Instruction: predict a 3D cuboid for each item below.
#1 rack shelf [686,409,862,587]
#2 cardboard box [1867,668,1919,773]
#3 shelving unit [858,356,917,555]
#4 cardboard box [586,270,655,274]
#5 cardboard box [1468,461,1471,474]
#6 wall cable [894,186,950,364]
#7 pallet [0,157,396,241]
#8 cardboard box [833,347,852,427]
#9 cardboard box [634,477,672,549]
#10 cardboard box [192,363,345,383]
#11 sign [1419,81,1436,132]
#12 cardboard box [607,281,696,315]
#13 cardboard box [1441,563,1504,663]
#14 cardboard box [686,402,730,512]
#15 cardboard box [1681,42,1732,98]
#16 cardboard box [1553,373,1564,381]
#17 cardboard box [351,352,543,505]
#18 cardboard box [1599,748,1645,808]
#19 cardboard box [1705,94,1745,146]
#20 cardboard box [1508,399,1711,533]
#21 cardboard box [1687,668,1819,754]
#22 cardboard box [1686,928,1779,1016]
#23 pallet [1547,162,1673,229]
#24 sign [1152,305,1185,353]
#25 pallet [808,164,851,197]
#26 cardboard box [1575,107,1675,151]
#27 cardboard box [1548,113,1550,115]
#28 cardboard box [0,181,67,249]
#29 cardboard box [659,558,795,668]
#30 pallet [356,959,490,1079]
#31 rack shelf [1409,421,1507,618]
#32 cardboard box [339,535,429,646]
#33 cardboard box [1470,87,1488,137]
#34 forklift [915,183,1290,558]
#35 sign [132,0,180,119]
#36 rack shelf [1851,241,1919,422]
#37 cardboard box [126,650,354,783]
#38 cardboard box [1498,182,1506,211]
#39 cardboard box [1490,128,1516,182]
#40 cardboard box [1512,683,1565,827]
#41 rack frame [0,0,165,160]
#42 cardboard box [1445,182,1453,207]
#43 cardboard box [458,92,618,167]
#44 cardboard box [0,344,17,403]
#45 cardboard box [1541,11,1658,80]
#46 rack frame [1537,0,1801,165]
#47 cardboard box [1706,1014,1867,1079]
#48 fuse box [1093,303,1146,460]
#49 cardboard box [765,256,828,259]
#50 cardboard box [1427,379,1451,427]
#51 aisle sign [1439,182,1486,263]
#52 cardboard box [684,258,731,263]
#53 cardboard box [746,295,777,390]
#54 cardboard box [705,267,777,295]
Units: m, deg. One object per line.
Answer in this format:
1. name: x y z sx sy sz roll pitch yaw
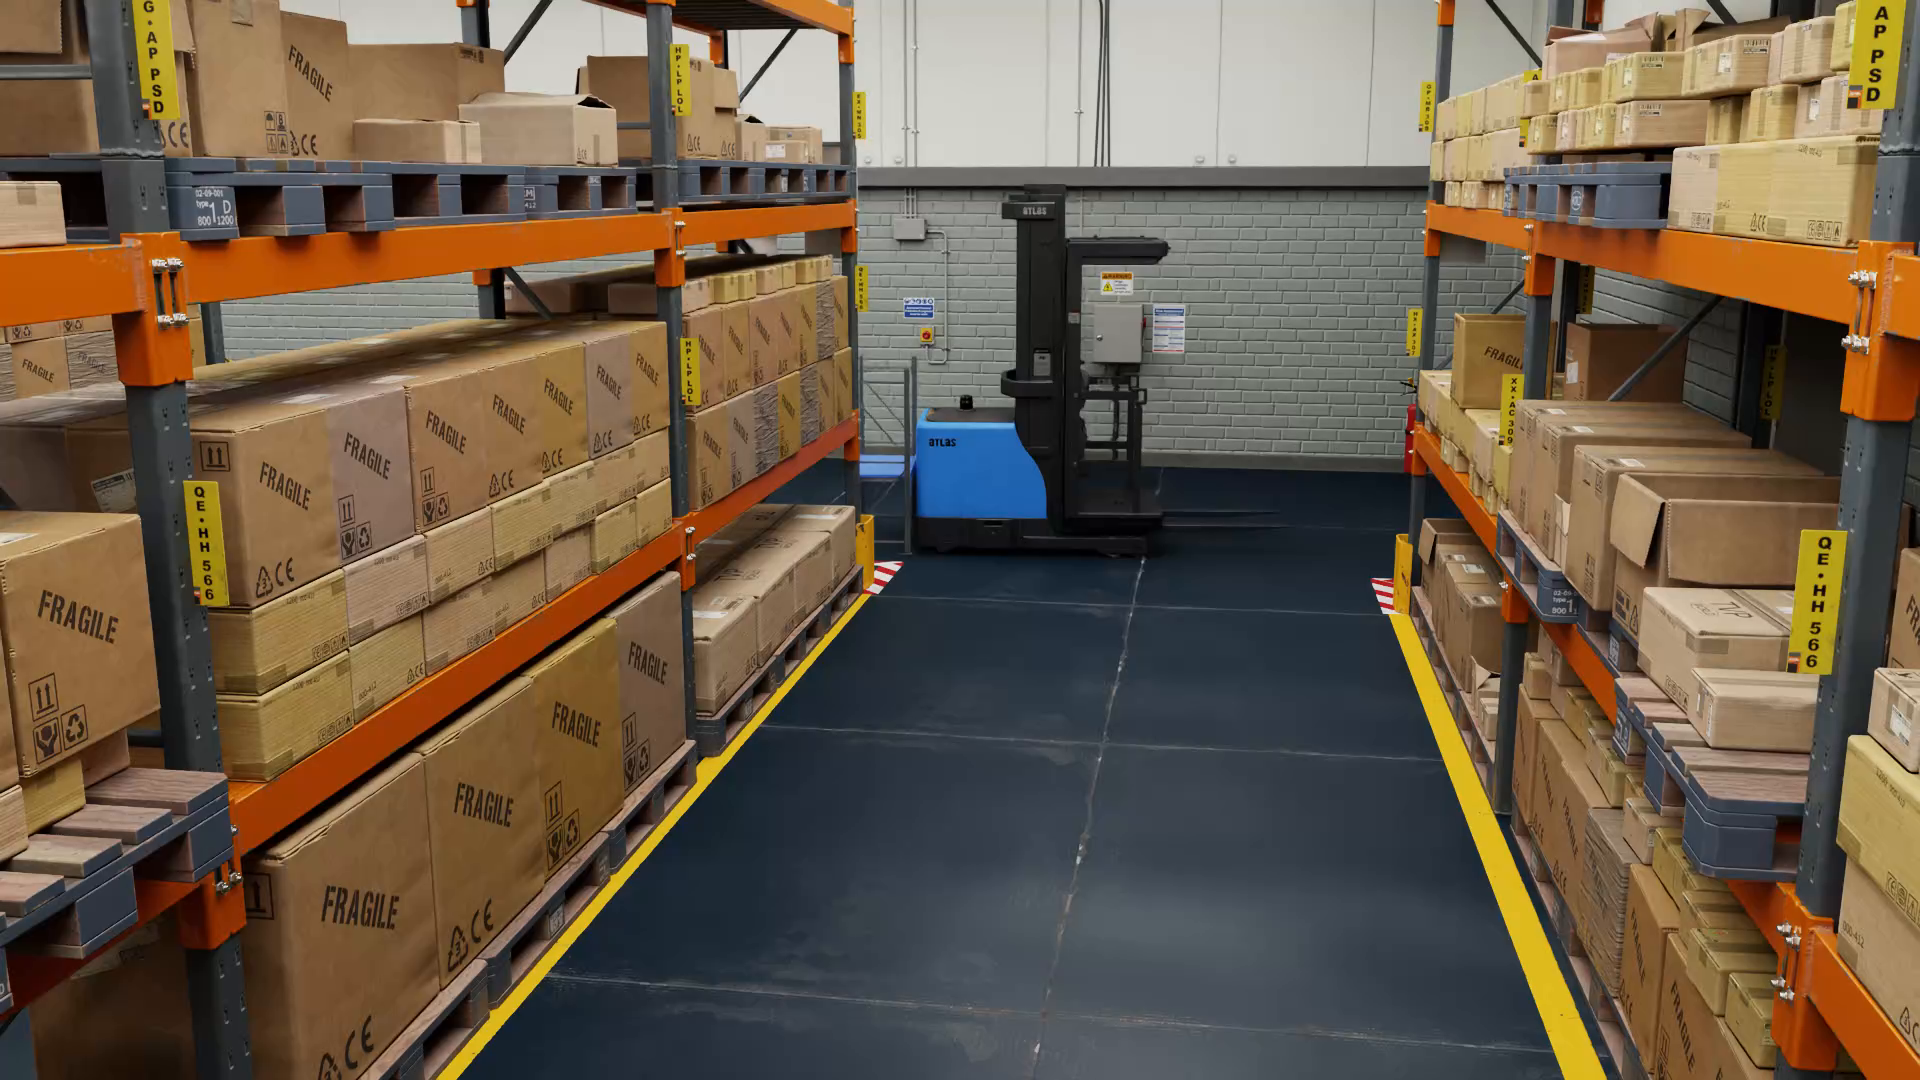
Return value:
1. rack shelf: -1.551 -0.376 10.324 1.077 0.370 4.000 2 12 9
2. cardboard box: 2.091 0.373 3.367 0.380 0.149 0.250 2 12 10
3. shelving unit: -0.634 -0.724 13.792 0.538 1.500 1.048 0 12 2
4. cardboard box: -1.906 -1.450 9.449 0.380 0.149 0.250 2 12 8
5. cardboard box: 3.101 -0.423 9.434 0.380 0.149 0.250 2 12 9
6. wall cable: -0.400 -2.830 17.520 0.585 1.953 0.123 2 12 9
7. pallet: -2.428 -0.988 4.786 1.213 0.211 1.003 2 12 11
8. cardboard box: -1.057 -1.083 11.664 0.500 0.500 0.500 2 12 9
9. cardboard box: -1.679 -0.136 7.861 0.500 0.250 0.500 2 12 7
10. cardboard box: -2.499 -0.342 5.851 0.500 0.500 0.500 2 12 9
11. sign: 3.125 -2.895 11.110 0.100 0.325 0.005 2 12 9
12. cardboard box: -1.554 -1.223 8.398 0.380 0.149 0.250 2 12 8
13. cardboard box: 3.124 0.441 9.764 0.500 0.500 0.500 2 12 10
14. cardboard box: -1.528 -0.449 8.719 0.500 0.500 0.500 2 12 11
15. cardboard box: 2.391 -1.403 4.966 0.380 0.149 0.250 2 12 9
16. cardboard box: 3.853 -0.951 10.937 0.500 0.250 0.500 2 12 10
17. cardboard box: -1.914 -0.426 6.241 0.500 0.500 0.500 2 12 10
18. cardboard box: 2.589 0.889 6.147 0.380 0.149 0.250 2 12 11
19. cardboard box: 2.471 -1.255 4.985 0.380 0.149 0.250 2 12 10
20. cardboard box: 2.751 -0.312 7.085 0.700 0.500 0.500 2 12 10
21. cardboard box: 2.153 0.450 4.384 0.380 0.149 0.250 2 12 10
22. cardboard box: 2.268 1.213 4.644 0.380 0.149 0.250 1 12 6
23. pallet: 2.720 -1.176 5.656 1.213 0.211 1.003 2 12 9
24. sign: 2.173 -2.200 17.309 0.329 0.494 0.001 2 12 9
25. pallet: -1.348 -2.412 11.155 1.003 0.211 1.213 2 12 9
26. cardboard box: 2.452 -1.487 6.013 0.380 0.149 0.250 2 12 8
27. cardboard box: 2.596 -1.788 6.707 0.380 0.149 0.250 2 12 10
28. cardboard box: -2.315 -0.749 3.827 0.380 0.149 0.250 2 12 9
29. cardboard box: -1.519 0.423 9.997 0.875 0.438 0.875 2 12 7
30. pallet: -2.279 1.723 5.496 1.003 0.211 1.213 2 12 9
31. rack shelf: 3.354 -0.216 9.581 1.077 0.370 4.000 2 12 9
32. cardboard box: -2.072 0.146 5.367 0.500 0.250 0.500 2 12 10
33. cardboard box: 3.116 -2.365 9.192 0.500 0.250 0.500 2 12 10
34. forklift: 1.167 -1.405 13.557 3.031 2.935 1.130 1 12 2
35. sign: -1.938 -1.179 3.998 0.100 0.325 0.005 2 12 9
36. rack shelf: 2.123 -0.017 1.538 1.077 0.370 4.000 2 12 9
37. cardboard box: -2.150 0.501 4.903 0.500 0.250 0.500 2 12 8
38. cardboard box: 2.942 -1.736 8.406 0.380 0.149 0.250 2 12 8
39. cardboard box: 2.942 -1.906 8.249 0.500 0.250 0.500 1 12 7
40. cardboard box: 2.749 0.959 7.359 0.500 0.500 0.500 2 12 11
41. rack frame: -2.474 -2.411 3.820 1.000 3.000 0.127 2 12 9
42. cardboard box: 3.172 -2.111 10.147 0.380 0.149 0.250 2 12 10
43. cardboard box: -1.787 -1.749 7.082 0.500 0.311 0.500 2 12 9
44. cardboard box: -6.259 -0.946 10.321 0.500 0.500 0.500 2 12 7
45. cardboard box: 2.655 -2.045 6.916 0.396 0.266 0.258 2 12 8
46. rack frame: 3.046 -3.084 6.941 1.000 3.000 0.127 2 12 9
47. cardboard box: 2.284 1.603 4.370 0.500 0.500 0.500 2 12 10
48. fuse box: 1.653 -1.590 17.309 0.539 1.711 0.414 2 12 9
49. cardboard box: -1.116 -1.864 11.370 0.380 0.149 0.250 2 12 10
50. cardboard box: 3.248 -0.865 10.537 0.500 0.250 0.500 2 12 9
51. aisle sign: 3.382 -2.278 11.273 0.394 0.787 0.004 2 12 9
52. cardboard box: -1.718 -1.771 10.940 0.380 0.149 0.250 1 12 7
53. cardboard box: -1.373 -1.151 9.604 0.500 0.500 0.500 2 12 10
54. cardboard box: -1.301 -1.539 9.866 0.380 0.149 0.250 2 12 9
